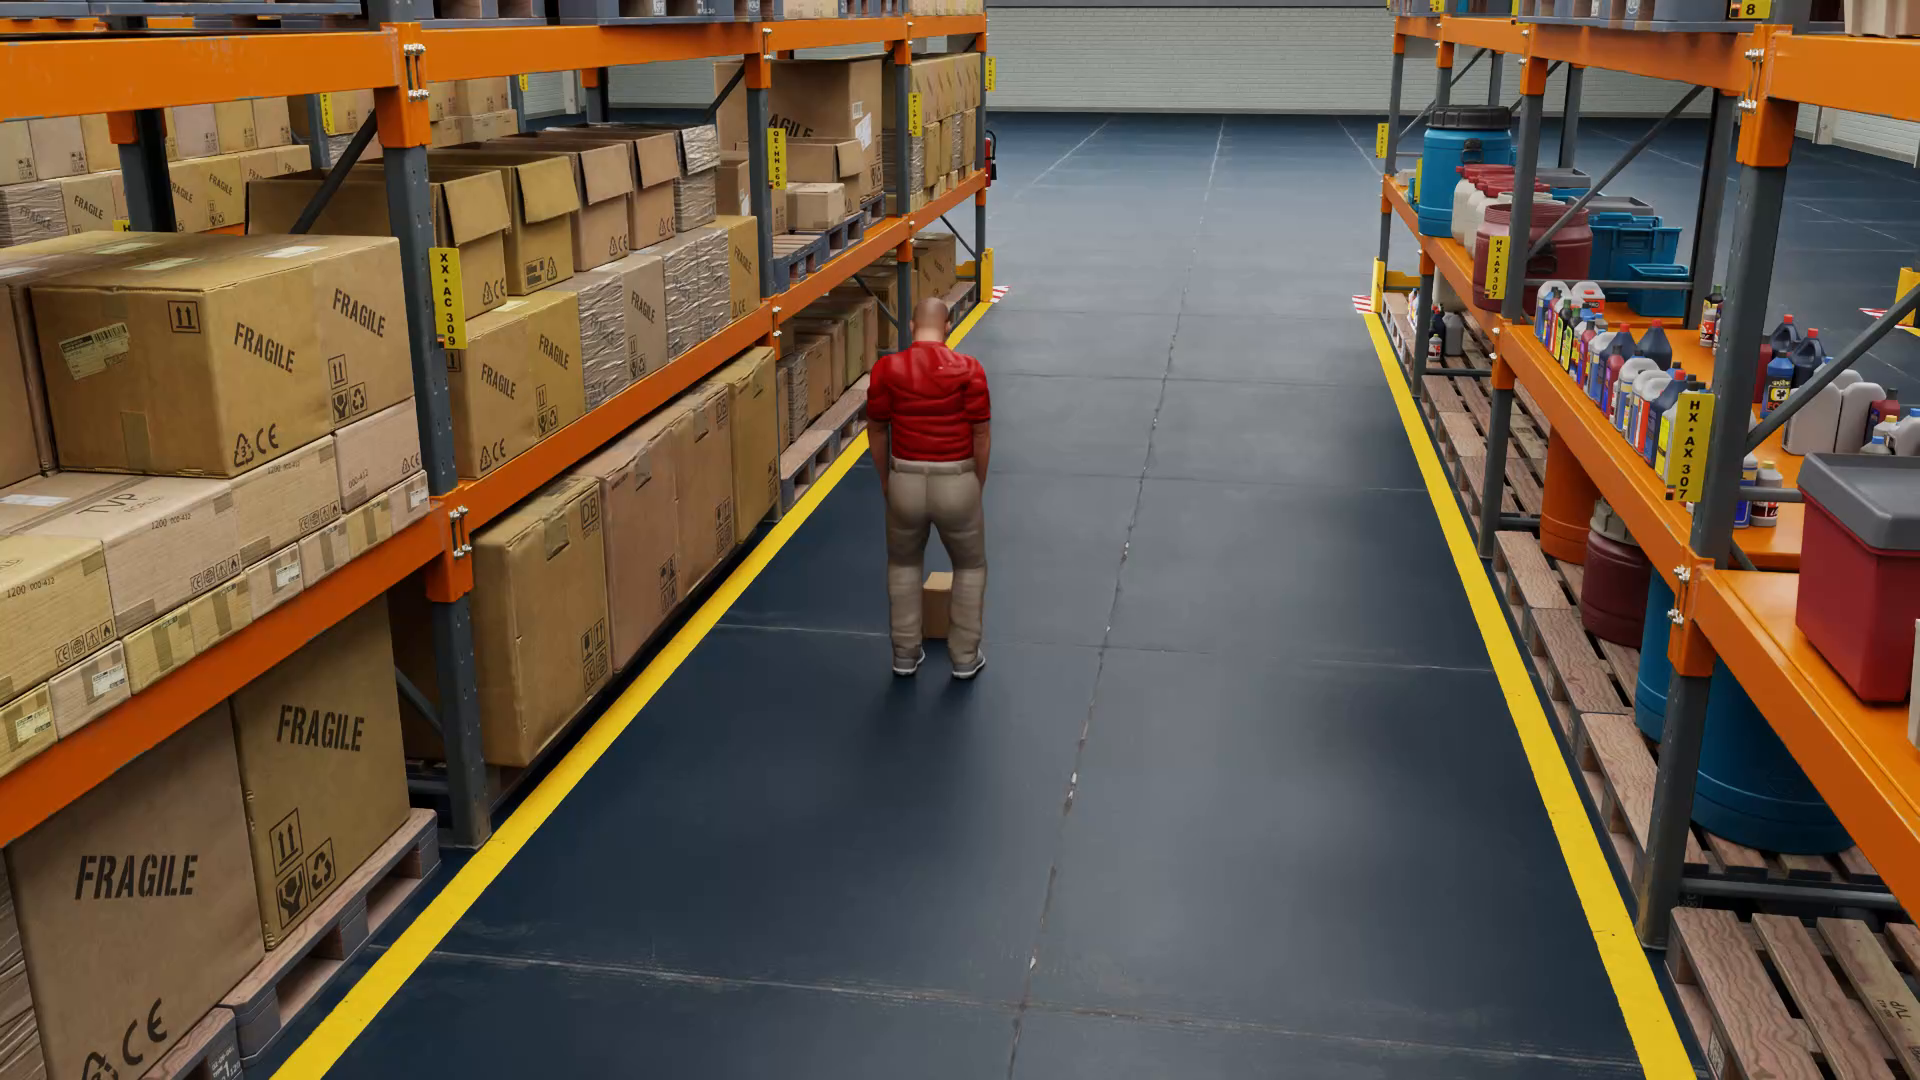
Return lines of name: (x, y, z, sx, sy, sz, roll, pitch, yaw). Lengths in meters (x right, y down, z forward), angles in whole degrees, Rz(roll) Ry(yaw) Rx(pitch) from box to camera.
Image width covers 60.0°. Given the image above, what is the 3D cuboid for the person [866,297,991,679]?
person: (-0.136, -0.214, 7.339, 0.553, 1.687, 0.416, 3, 18, 10)
